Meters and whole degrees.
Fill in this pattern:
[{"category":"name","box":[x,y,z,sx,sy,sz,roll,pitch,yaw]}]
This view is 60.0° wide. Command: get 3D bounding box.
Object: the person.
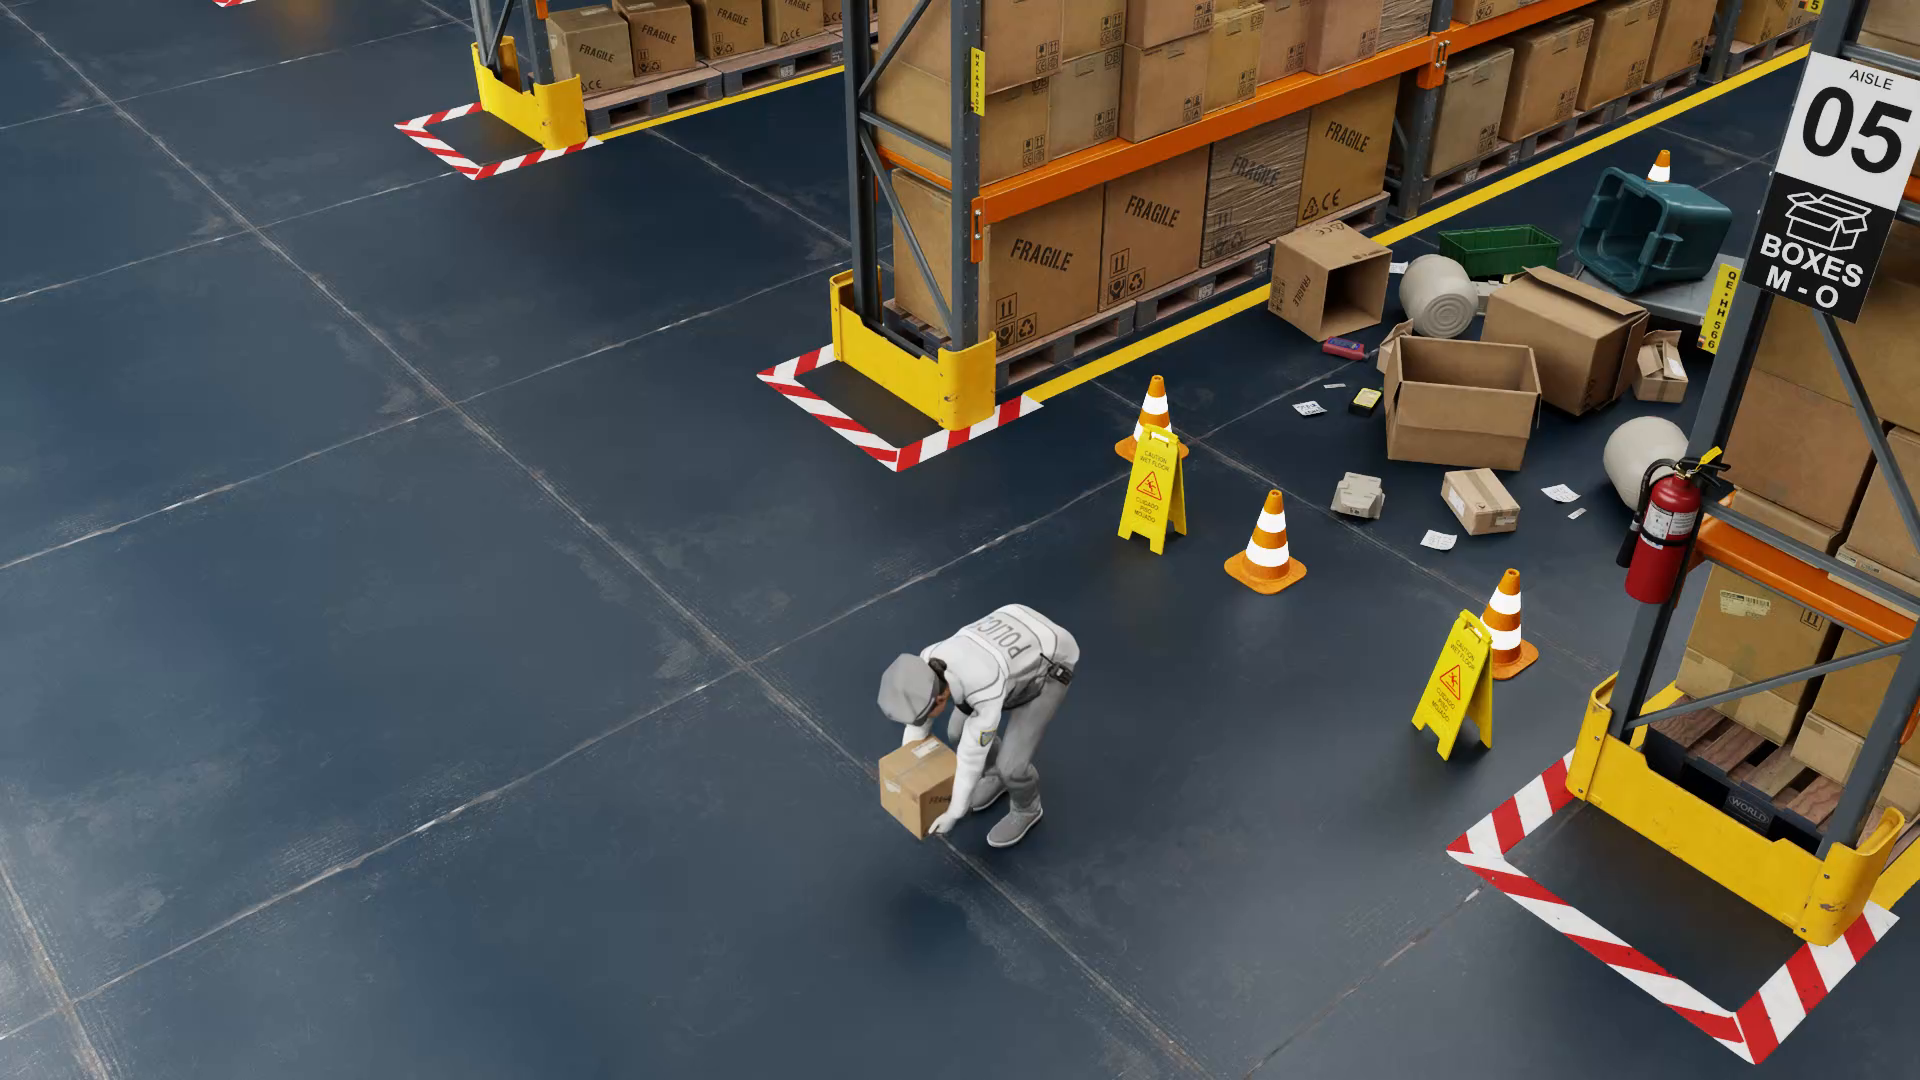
[{"category":"person","box":[0.062,0.756,6.517,0.918,1.105,0.441,-29,45,-33]}]
